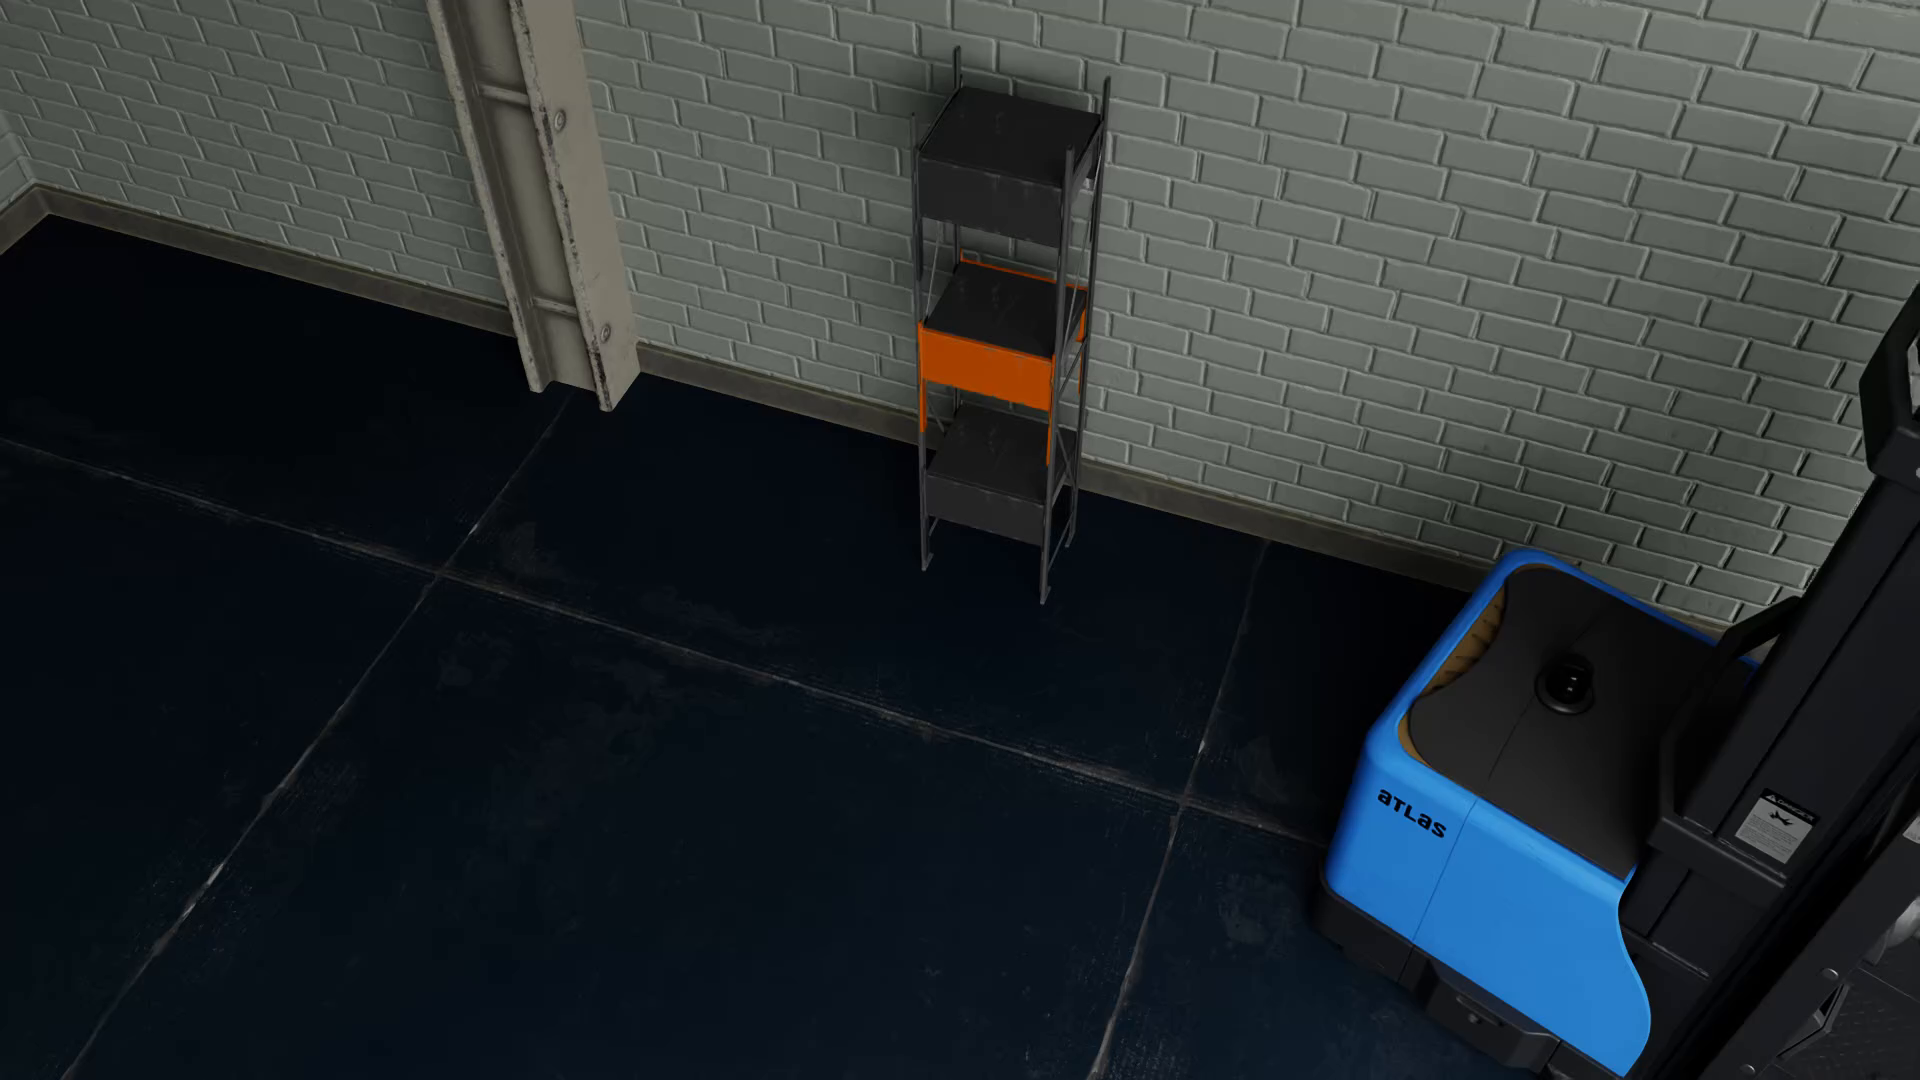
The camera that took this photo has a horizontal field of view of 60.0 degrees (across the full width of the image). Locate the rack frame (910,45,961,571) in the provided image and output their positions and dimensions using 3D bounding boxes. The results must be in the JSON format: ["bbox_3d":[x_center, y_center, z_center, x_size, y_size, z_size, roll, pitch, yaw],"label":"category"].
[{"bbox_3d":[-0.074,-0.708,5.841,0.015,2.100,0.400,16,51,13],"label":"rack frame"}]

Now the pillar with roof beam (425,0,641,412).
[{"bbox_3d":[-3.113,-0.601,1.183,0.400,9.000,9.100,16,51,13],"label":"pillar with roof beam"}]

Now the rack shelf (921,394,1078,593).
[{"bbox_3d":[0.155,-0.177,6.325,0.480,0.518,0.431,16,51,13],"label":"rack shelf"}]

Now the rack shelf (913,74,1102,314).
[{"bbox_3d":[0.155,-1.094,5.267,0.480,0.518,0.431,16,51,13],"label":"rack shelf"}]

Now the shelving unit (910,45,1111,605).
[{"bbox_3d":[0.155,-0.644,5.786,0.503,2.100,0.431,16,51,13],"label":"shelving unit"}]

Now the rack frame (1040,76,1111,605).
[{"bbox_3d":[0.384,-0.580,5.730,0.015,2.100,0.400,16,51,13],"label":"rack frame"}]

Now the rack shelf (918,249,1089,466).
[{"bbox_3d":[0.155,-0.635,5.796,0.480,0.518,0.431,16,51,13],"label":"rack shelf"}]

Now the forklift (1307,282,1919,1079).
[{"bbox_3d":[2.607,0.725,4.049,3.031,2.935,1.130,31,56,24],"label":"forklift"}]
